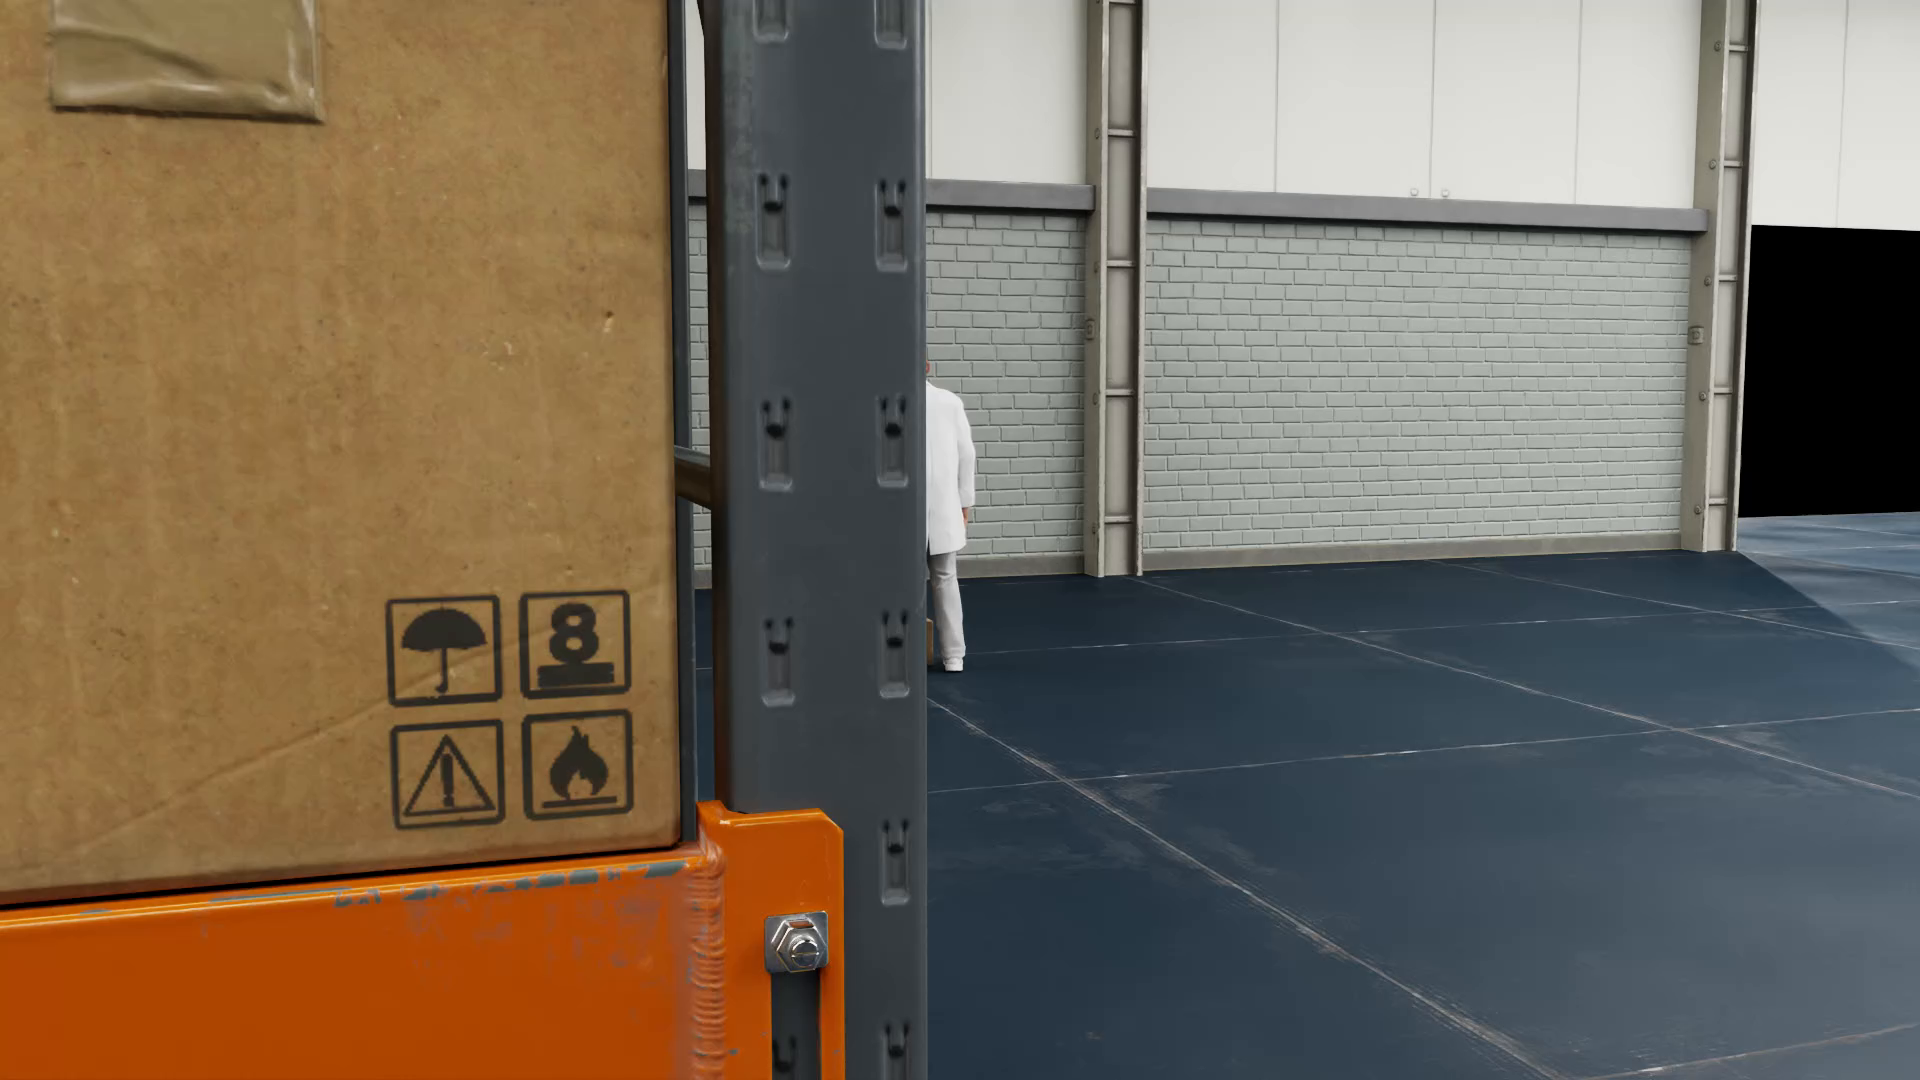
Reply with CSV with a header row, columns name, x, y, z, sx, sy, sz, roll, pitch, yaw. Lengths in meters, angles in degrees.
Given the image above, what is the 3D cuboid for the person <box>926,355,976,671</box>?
name,x,y,z,sx,sy,sz,roll,pitch,yaw
person,-0.224,-0.171,9.001,0.654,1.774,0.415,-2,6,-20
